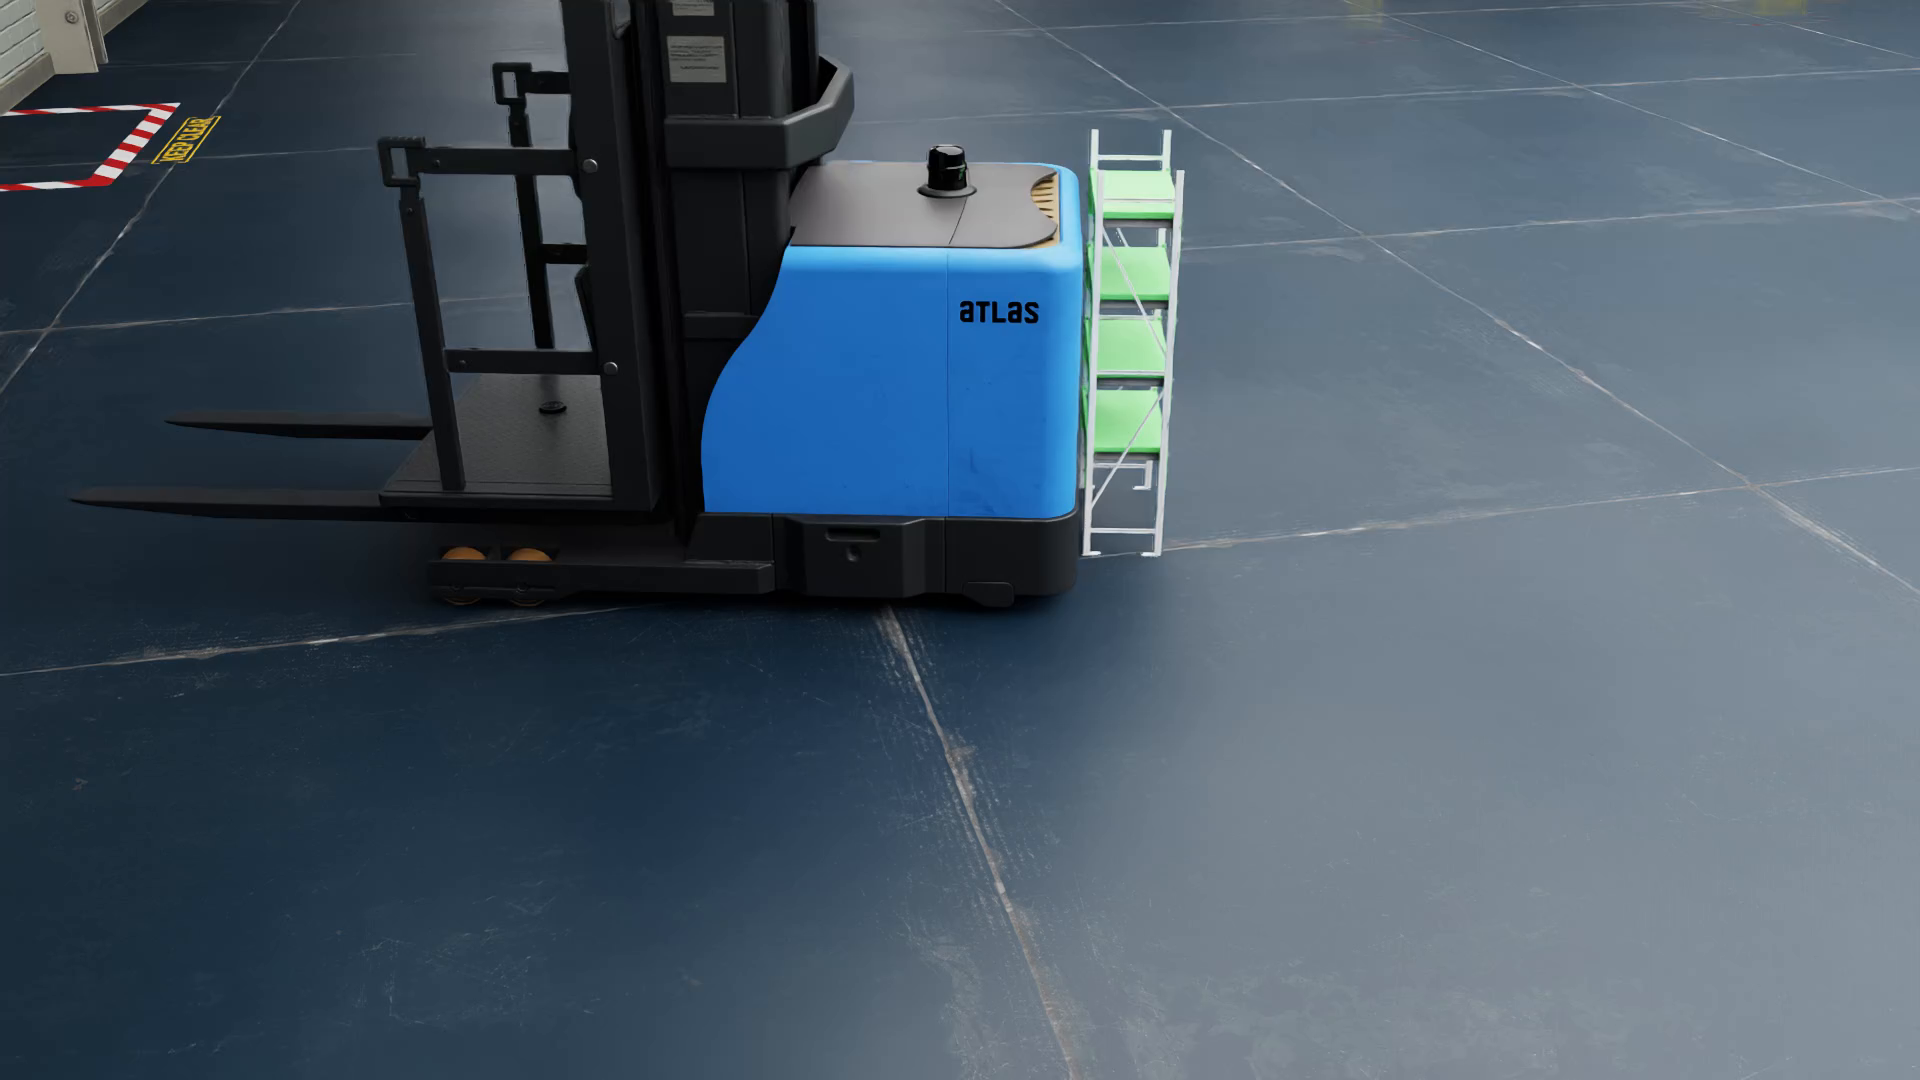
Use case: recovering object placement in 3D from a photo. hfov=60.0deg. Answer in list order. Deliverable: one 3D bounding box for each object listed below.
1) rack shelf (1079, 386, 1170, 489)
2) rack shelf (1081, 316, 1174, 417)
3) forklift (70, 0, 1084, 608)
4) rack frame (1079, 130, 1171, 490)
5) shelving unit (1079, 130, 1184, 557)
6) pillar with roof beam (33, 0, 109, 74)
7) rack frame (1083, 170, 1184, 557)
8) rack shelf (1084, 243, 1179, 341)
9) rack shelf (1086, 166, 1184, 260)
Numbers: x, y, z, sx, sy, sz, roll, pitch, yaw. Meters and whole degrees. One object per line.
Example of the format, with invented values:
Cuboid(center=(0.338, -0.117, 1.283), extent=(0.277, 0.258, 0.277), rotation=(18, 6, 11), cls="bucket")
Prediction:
Cuboid(center=(0.511, -0.328, 5.242), extent=(0.258, 0.148, 0.480), rotation=(1, 27, 2), cls="rack shelf")
Cuboid(center=(0.511, -0.542, 5.134), extent=(0.258, 0.148, 0.480), rotation=(1, 27, 2), cls="rack shelf")
Cuboid(center=(-1.152, -1.350, 4.672), extent=(3.031, 2.935, 1.130), rotation=(1, 27, 2), cls="forklift")
Cuboid(center=(0.520, -0.709, 5.323), extent=(0.240, 1.200, 0.015), rotation=(1, 27, 2), cls="rack frame")
Cuboid(center=(0.511, -0.599, 5.105), extent=(0.258, 1.200, 0.503), rotation=(1, 27, 2), cls="shelving unit")
Cuboid(center=(-2.156, -7.859, 10.833), extent=(9.100, 9.000, 0.400), rotation=(-6, 27, -12), cls="pillar with roof beam")
Cuboid(center=(0.501, -0.489, 4.887), extent=(0.240, 1.200, 0.015), rotation=(1, 27, 2), cls="rack frame")
Cuboid(center=(0.511, -0.756, 5.026), extent=(0.258, 0.148, 0.480), rotation=(1, 27, 2), cls="rack shelf")
Cuboid(center=(0.511, -0.970, 4.917), extent=(0.258, 0.148, 0.480), rotation=(1, 27, 2), cls="rack shelf")
